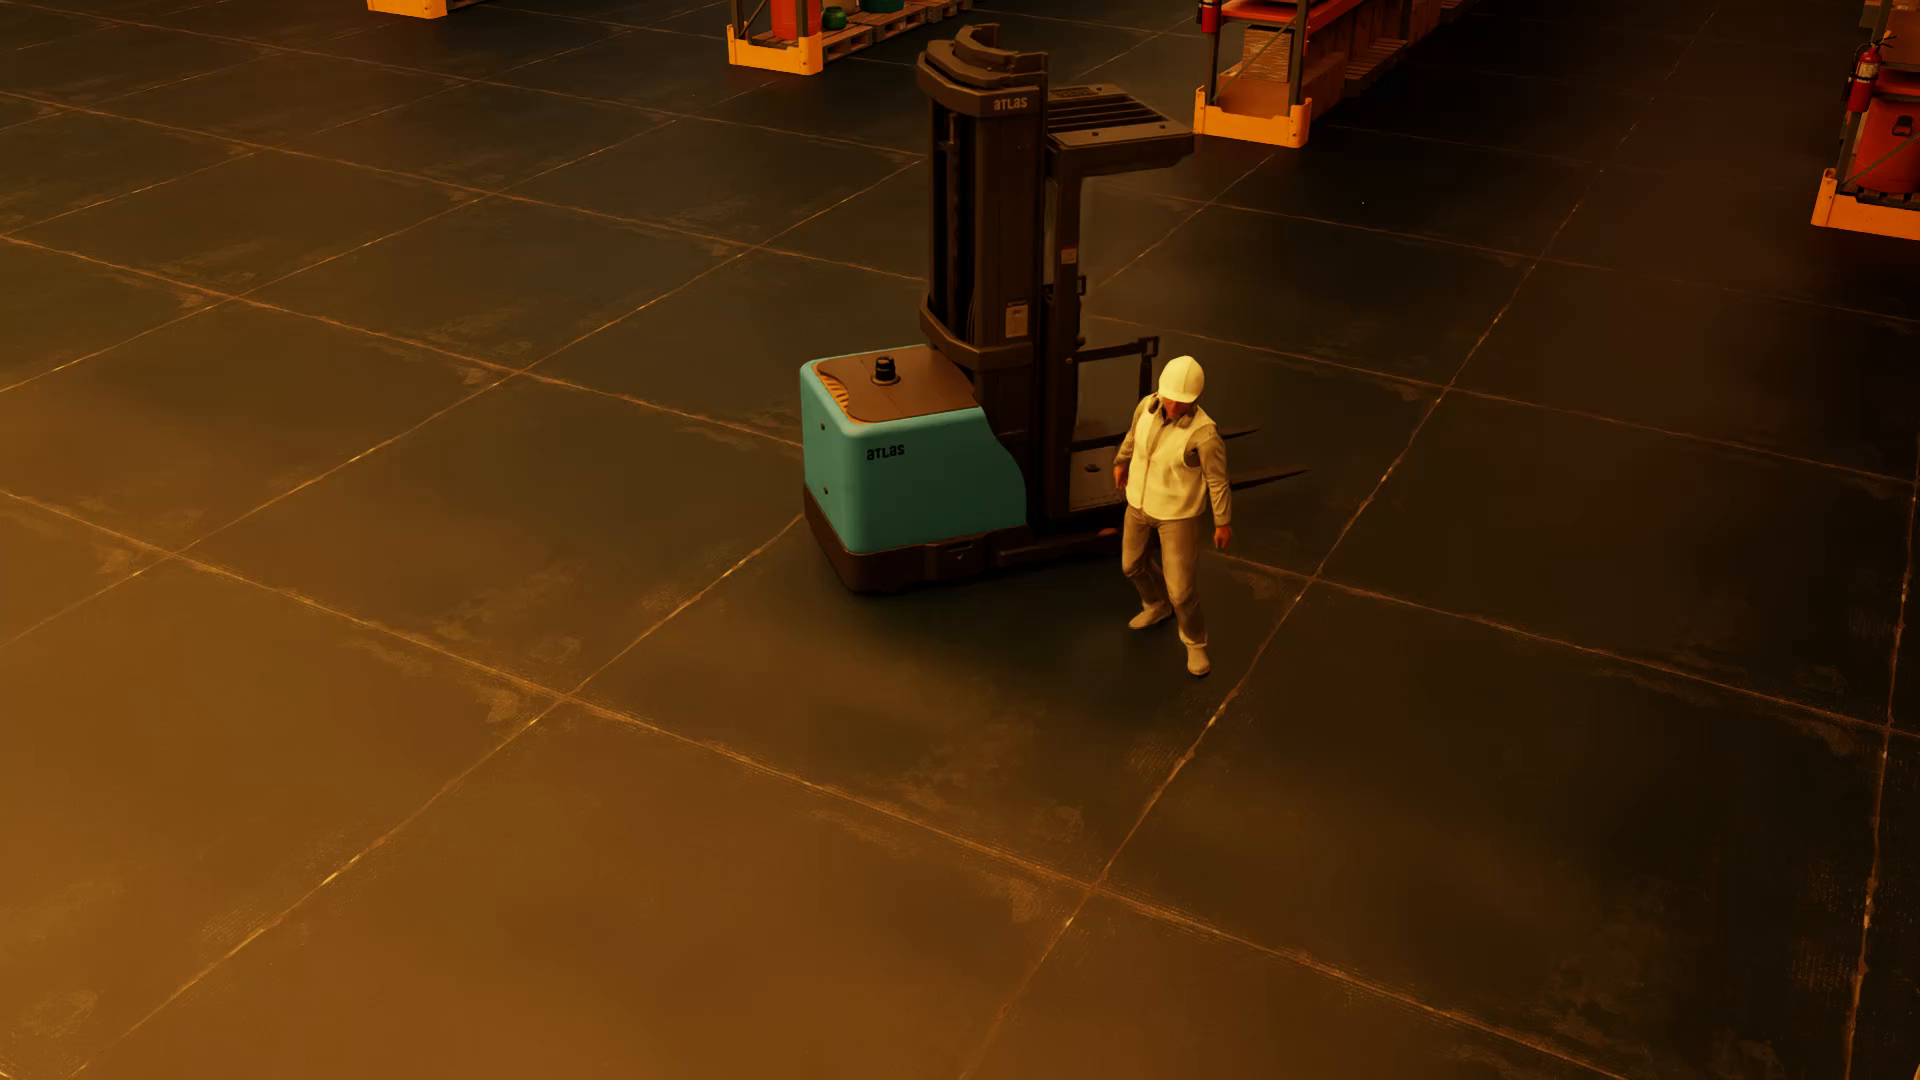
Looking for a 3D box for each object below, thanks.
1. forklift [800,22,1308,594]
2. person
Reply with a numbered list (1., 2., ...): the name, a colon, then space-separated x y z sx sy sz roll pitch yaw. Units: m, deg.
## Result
1. forklift: 0.627 -1.410 9.514 3.031 2.935 1.130 -10 32 -17
2. person: 1.081 -0.195 8.666 0.472 1.748 0.852 -23 37 -34
